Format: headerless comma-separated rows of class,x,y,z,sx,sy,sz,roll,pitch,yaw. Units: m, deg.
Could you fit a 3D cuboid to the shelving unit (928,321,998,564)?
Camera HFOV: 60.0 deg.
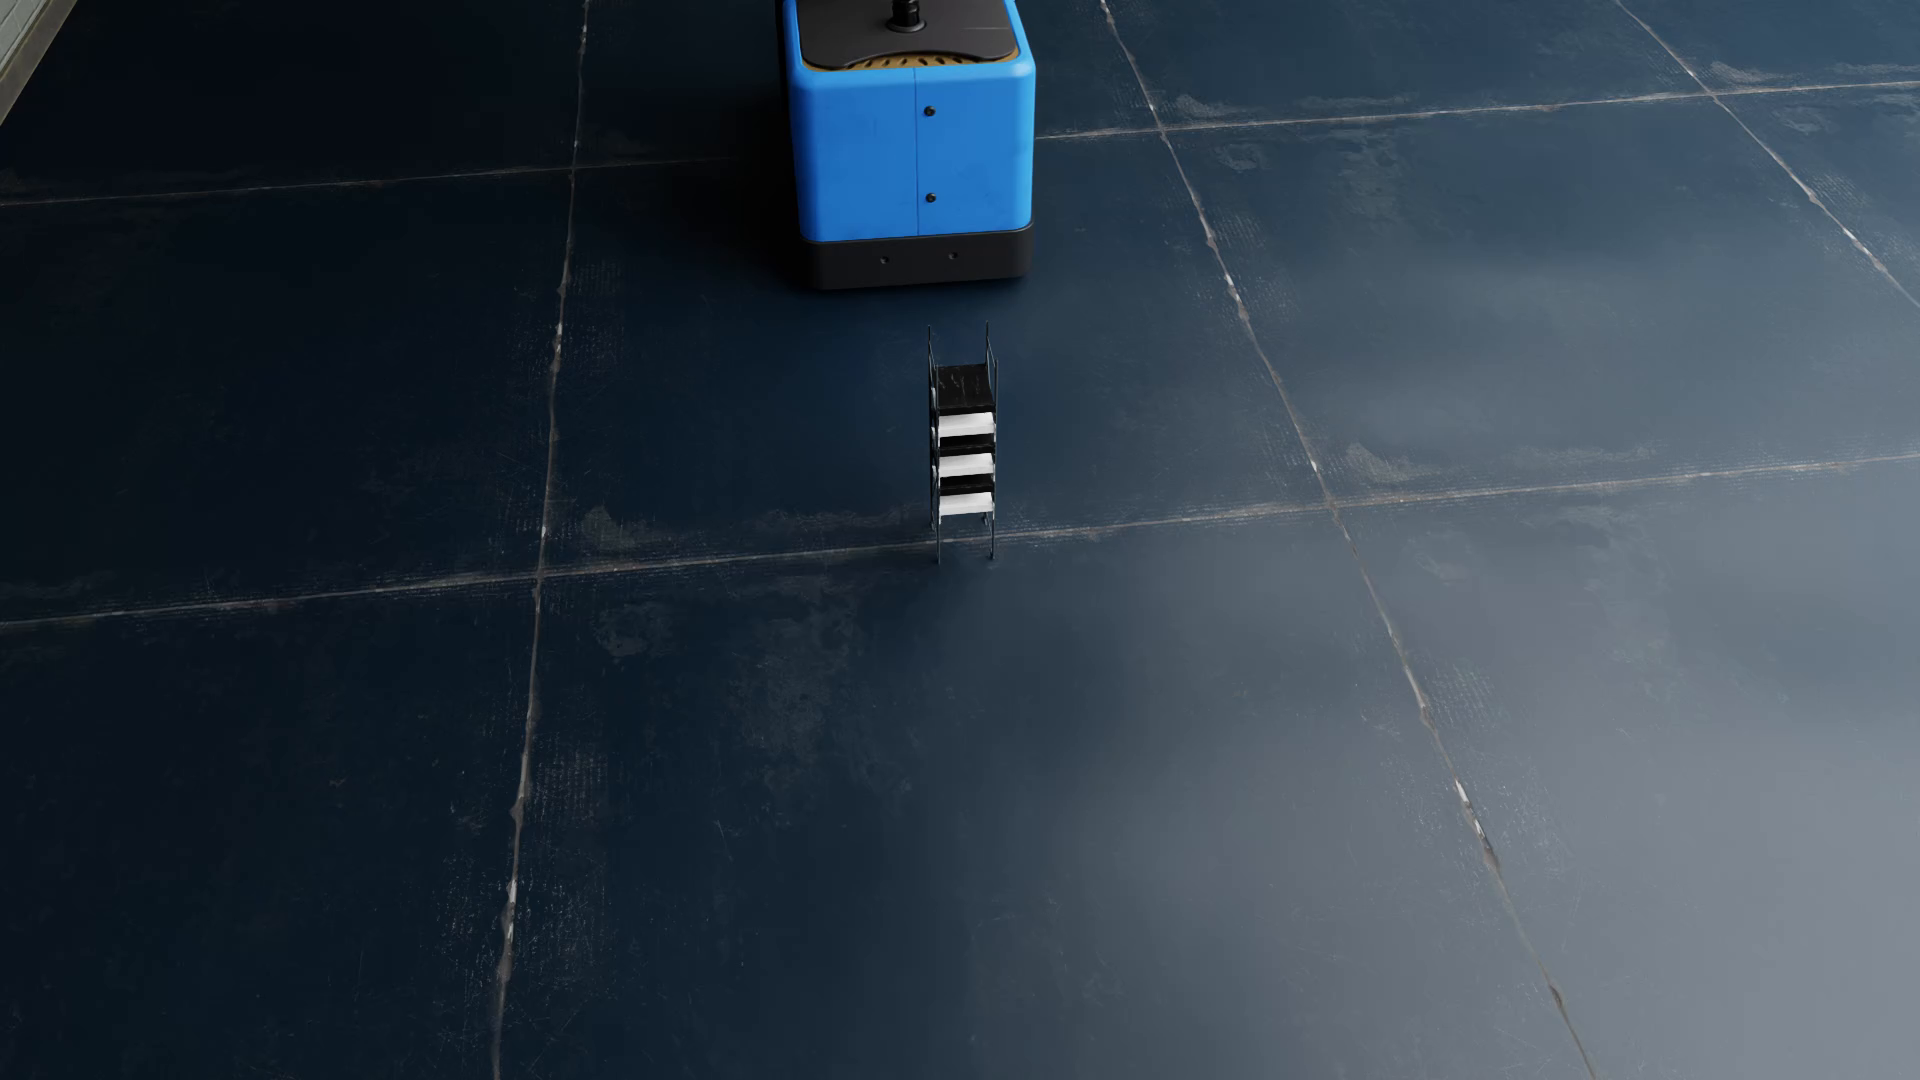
shelving unit,0.008,-0.335,5.949,0.210,0.900,0.258,-5,42,-6

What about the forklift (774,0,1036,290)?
forklift,-0.360,-3.182,7.590,1.130,2.935,3.031,-5,42,-5

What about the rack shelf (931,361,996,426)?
rack shelf,0.008,-0.511,5.791,0.200,0.077,0.258,-5,42,-6

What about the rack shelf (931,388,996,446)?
rack shelf,0.008,-0.444,5.851,0.200,0.077,0.258,-5,42,-6

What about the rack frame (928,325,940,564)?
rack frame,-0.093,-0.326,5.940,0.006,0.900,0.240,-5,42,-6

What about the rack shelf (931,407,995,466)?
rack shelf,0.008,-0.377,5.911,0.200,0.077,0.258,-5,42,-6

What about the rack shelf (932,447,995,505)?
rack shelf,0.008,-0.243,6.032,0.200,0.077,0.258,-5,42,-6

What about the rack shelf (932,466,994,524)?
rack shelf,0.008,-0.176,6.092,0.200,0.077,0.258,-5,42,-6

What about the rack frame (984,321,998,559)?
rack frame,0.109,-0.344,5.959,0.006,0.900,0.240,-5,42,-6

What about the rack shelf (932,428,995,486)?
rack shelf,0.008,-0.310,5.972,0.200,0.077,0.258,-5,42,-6
